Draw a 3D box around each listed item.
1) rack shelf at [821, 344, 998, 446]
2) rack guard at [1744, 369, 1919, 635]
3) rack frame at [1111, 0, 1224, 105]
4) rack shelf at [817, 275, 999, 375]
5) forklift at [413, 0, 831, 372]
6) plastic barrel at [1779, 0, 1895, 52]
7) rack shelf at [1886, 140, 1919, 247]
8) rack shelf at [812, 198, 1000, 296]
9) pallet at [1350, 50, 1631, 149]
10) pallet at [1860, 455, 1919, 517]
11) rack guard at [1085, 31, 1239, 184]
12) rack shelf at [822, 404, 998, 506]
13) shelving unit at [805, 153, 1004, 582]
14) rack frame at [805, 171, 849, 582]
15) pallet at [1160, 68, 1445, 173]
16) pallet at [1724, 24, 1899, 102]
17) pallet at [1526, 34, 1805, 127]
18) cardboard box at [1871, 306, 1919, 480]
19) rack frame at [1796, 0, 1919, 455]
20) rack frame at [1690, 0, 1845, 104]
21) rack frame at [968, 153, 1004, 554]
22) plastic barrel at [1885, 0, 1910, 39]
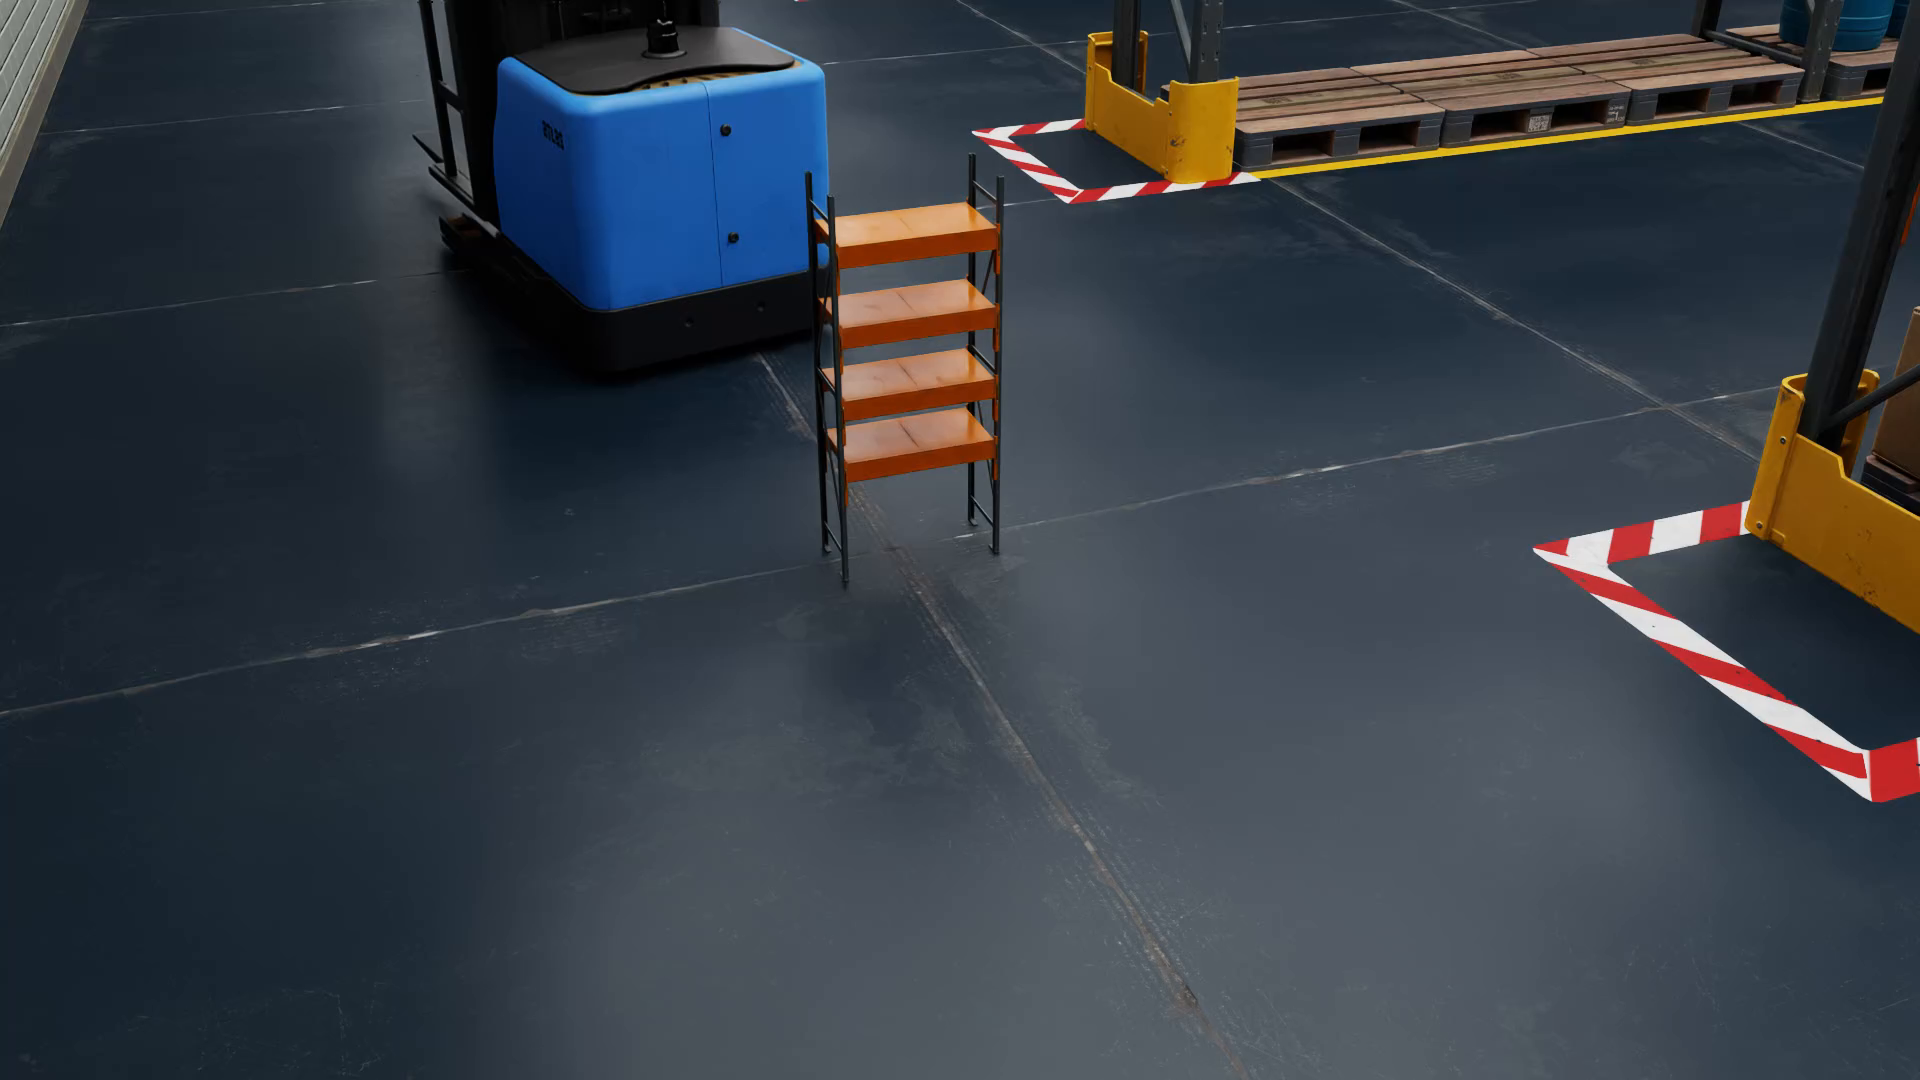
[{"bbox_3d":[-0.155,-0.434,4.936,0.480,0.148,0.258,-10,31,-18],"label":"rack shelf"},{"bbox_3d":[2.857,-0.032,4.800,0.348,0.500,1.175,-10,31,-18],"label":"rack guard"},{"bbox_3d":[1.062,-3.403,8.194,0.127,3.000,1.000,-10,31,-18],"label":"rack frame"},{"bbox_3d":[-0.155,-0.629,4.825,0.480,0.148,0.258,-10,31,-18],"label":"rack shelf"},{"bbox_3d":[-1.689,-2.593,6.840,1.130,2.935,3.031,-17,34,-27],"label":"forklift"},{"bbox_3d":[5.327,-3.451,9.972,0.708,0.901,0.600,-10,31,-18],"label":"plastic barrel"},{"bbox_3d":[4.660,-1.137,4.943,4.000,0.370,1.077,-10,31,-18],"label":"rack shelf"},{"bbox_3d":[-0.155,-0.834,4.708,0.480,0.148,0.258,-10,31,-18],"label":"rack shelf"},{"bbox_3d":[2.990,-2.525,9.468,1.213,0.211,1.003,-10,31,-18],"label":"pallet"},{"bbox_3d":[3.604,-0.044,5.114,1.213,0.211,1.003,-10,31,-18],"label":"pallet"},{"bbox_3d":[1.044,-2.307,8.794,0.348,0.500,1.175,-10,31,-18],"label":"rack guard"},{"bbox_3d":[-0.155,-0.262,5.034,0.480,0.148,0.258,-10,31,-18],"label":"rack shelf"},{"bbox_3d":[-0.155,-0.493,4.903,0.503,1.200,0.258,-10,31,-18],"label":"shelving unit"},{"bbox_3d":[-0.384,-0.451,4.829,0.015,1.200,0.240,-10,31,-18],"label":"rack frame"},{"bbox_3d":[1.848,-2.316,9.102,1.213,0.211,1.003,-10,31,-18],"label":"pallet"},{"bbox_3d":[5.548,-2.996,10.296,1.213,0.211,1.003,-10,31,-18],"label":"pallet"},{"bbox_3d":[4.135,-2.737,9.841,1.213,0.211,1.003,-10,31,-18],"label":"pallet"},{"bbox_3d":[3.209,-0.418,5.034,0.500,0.500,0.500,-10,31,-18],"label":"cardboard box"},{"bbox_3d":[2.786,-1.105,4.159,0.127,3.000,1.000,-10,31,-18],"label":"rack frame"},{"bbox_3d":[4.811,-4.094,9.405,0.127,3.000,1.000,-10,31,-18],"label":"rack frame"},{"bbox_3d":[0.074,-0.535,4.977,0.015,1.200,0.240,-10,31,-18],"label":"rack frame"},{"bbox_3d":[5.990,-3.573,10.186,0.708,0.901,0.600,-10,31,-18],"label":"plastic barrel"}]
